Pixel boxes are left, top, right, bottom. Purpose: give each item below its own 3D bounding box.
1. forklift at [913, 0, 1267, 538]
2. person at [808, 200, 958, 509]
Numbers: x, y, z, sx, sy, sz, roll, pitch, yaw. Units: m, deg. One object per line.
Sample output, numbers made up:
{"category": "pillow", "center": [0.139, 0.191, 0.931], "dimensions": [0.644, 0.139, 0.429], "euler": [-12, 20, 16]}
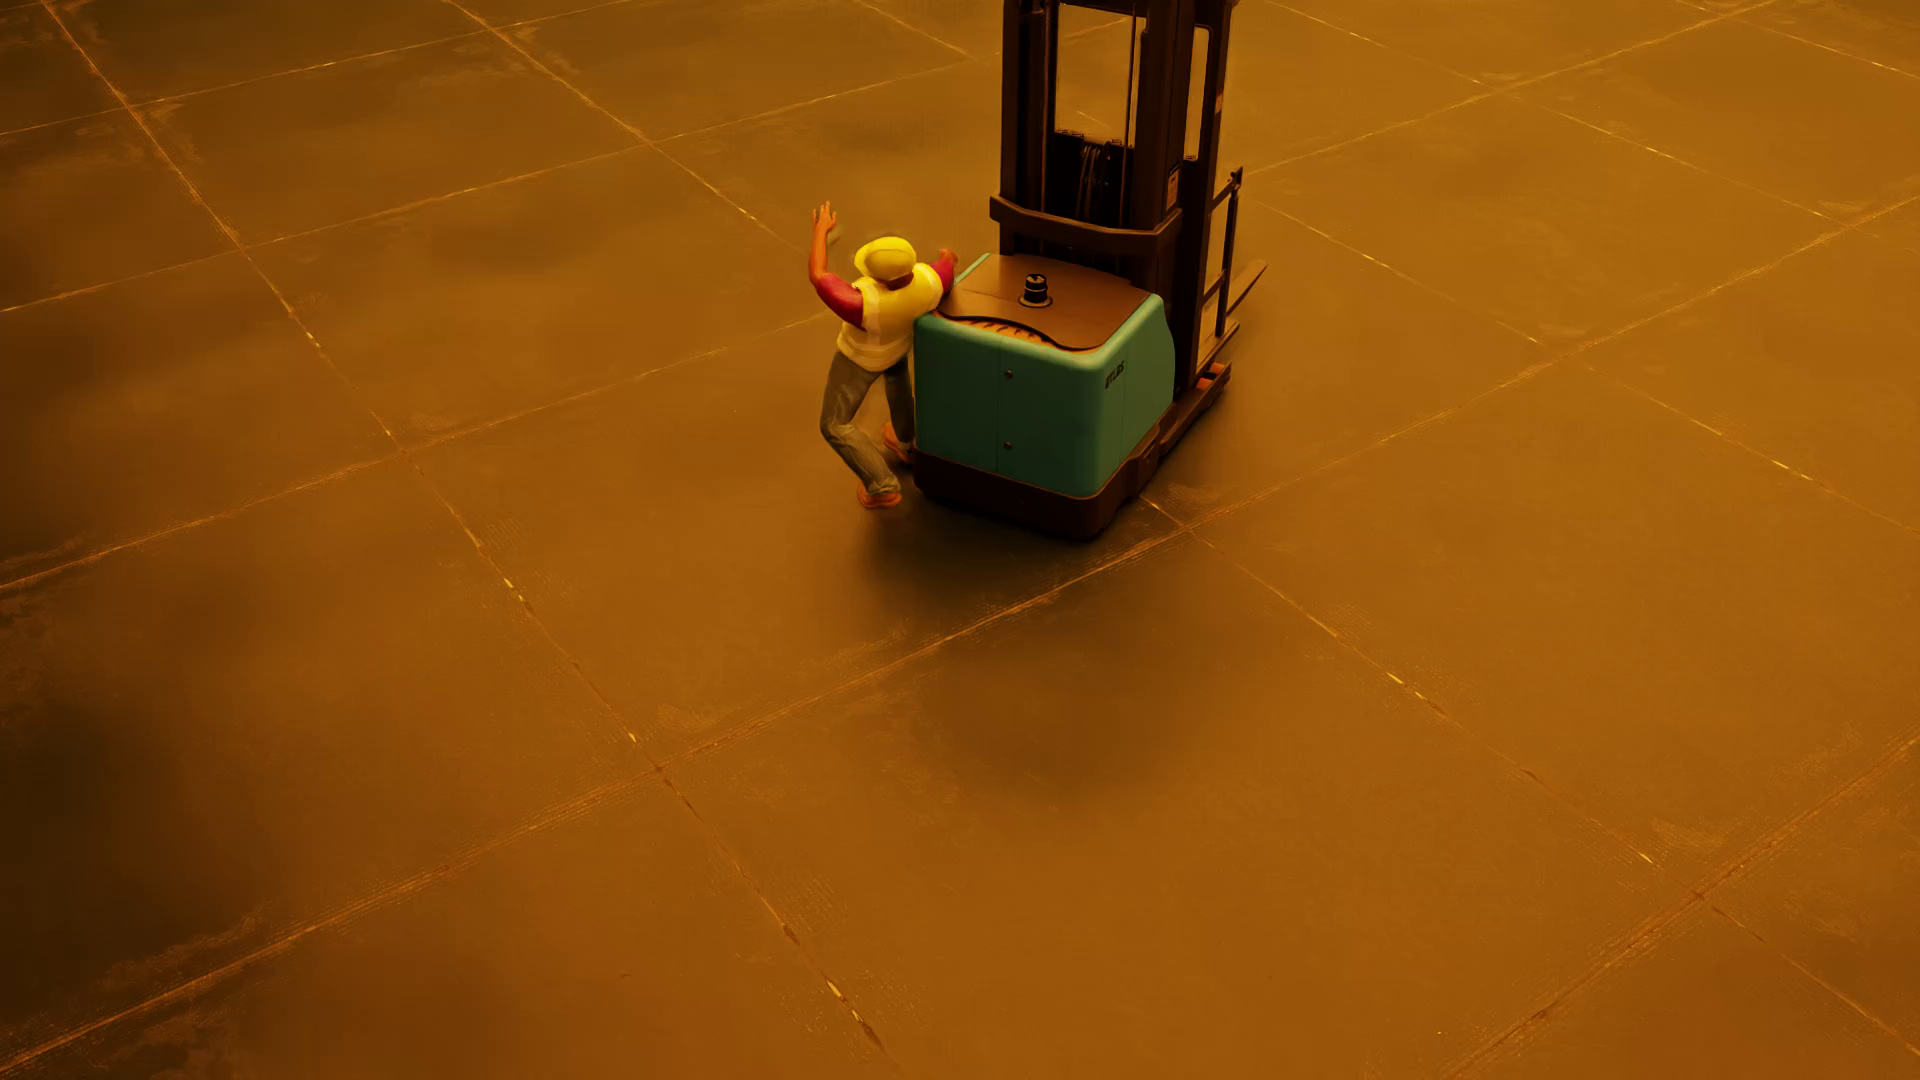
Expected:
{"category": "forklift", "center": [0.902, -2.045, 8.711], "dimensions": [1.130, 2.935, 3.031], "euler": [18, 40, 23]}
{"category": "person", "center": [-0.324, -1.038, 8.510], "dimensions": [0.777, 1.519, 1.062], "euler": [25, 43, 30]}
